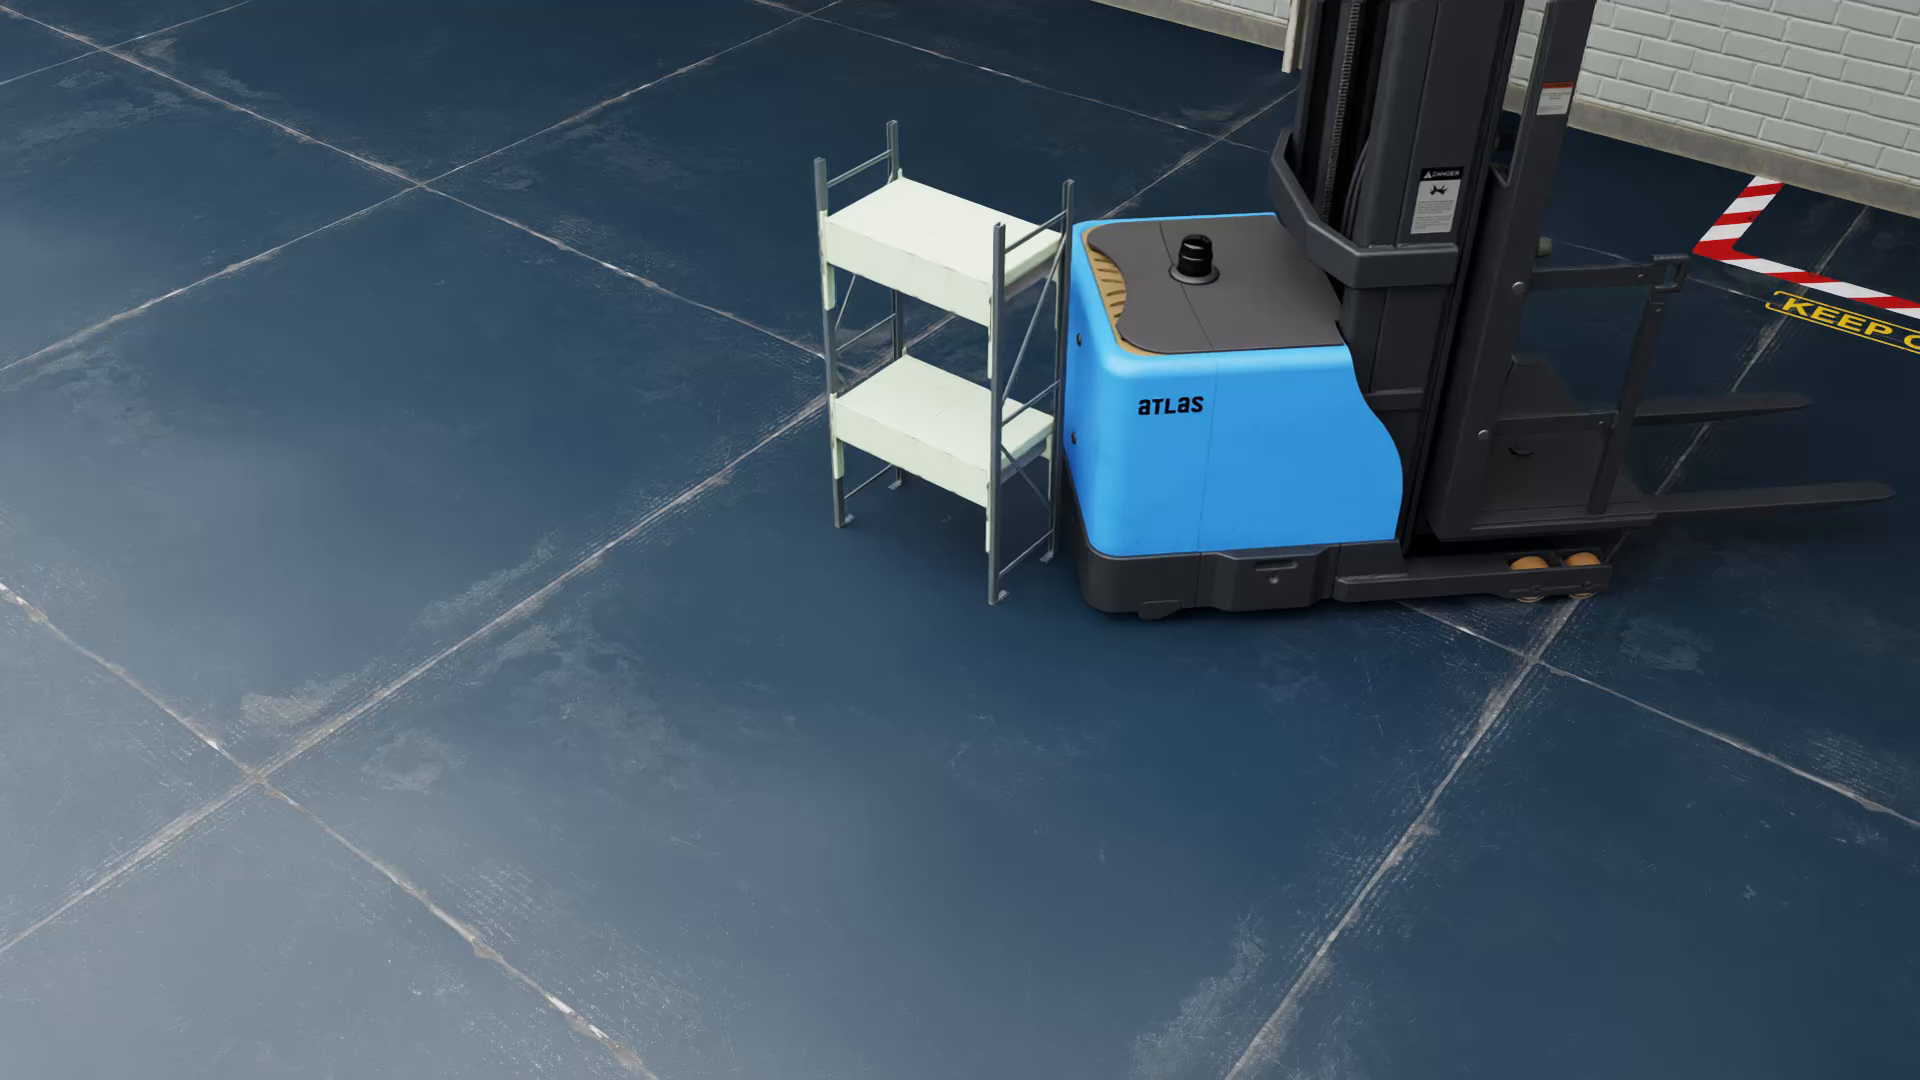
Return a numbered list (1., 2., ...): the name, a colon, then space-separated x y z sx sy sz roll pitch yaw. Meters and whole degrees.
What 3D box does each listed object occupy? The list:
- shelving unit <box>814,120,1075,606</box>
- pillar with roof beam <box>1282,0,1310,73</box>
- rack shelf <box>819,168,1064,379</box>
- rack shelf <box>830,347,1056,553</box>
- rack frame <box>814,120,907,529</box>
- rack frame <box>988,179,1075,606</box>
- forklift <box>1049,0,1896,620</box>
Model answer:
1. shelving unit: -0.055 -0.594 5.792 0.755 1.500 0.431 26 45 29
2. pillar with roof beam: -0.477 -4.195 4.309 0.400 9.000 9.100 25 45 29
3. rack shelf: -0.055 -0.901 5.551 0.720 0.370 0.431 26 45 29
4. rack shelf: -0.055 -0.337 5.992 0.720 0.370 0.431 26 45 29
5. rack frame: -0.342 -0.733 5.970 0.023 1.500 0.400 26 45 29
6. rack frame: 0.233 -0.454 5.613 0.023 1.500 0.400 26 45 29
7. forklift: 1.899 -1.253 5.473 3.031 2.935 1.130 -4 38 -5
